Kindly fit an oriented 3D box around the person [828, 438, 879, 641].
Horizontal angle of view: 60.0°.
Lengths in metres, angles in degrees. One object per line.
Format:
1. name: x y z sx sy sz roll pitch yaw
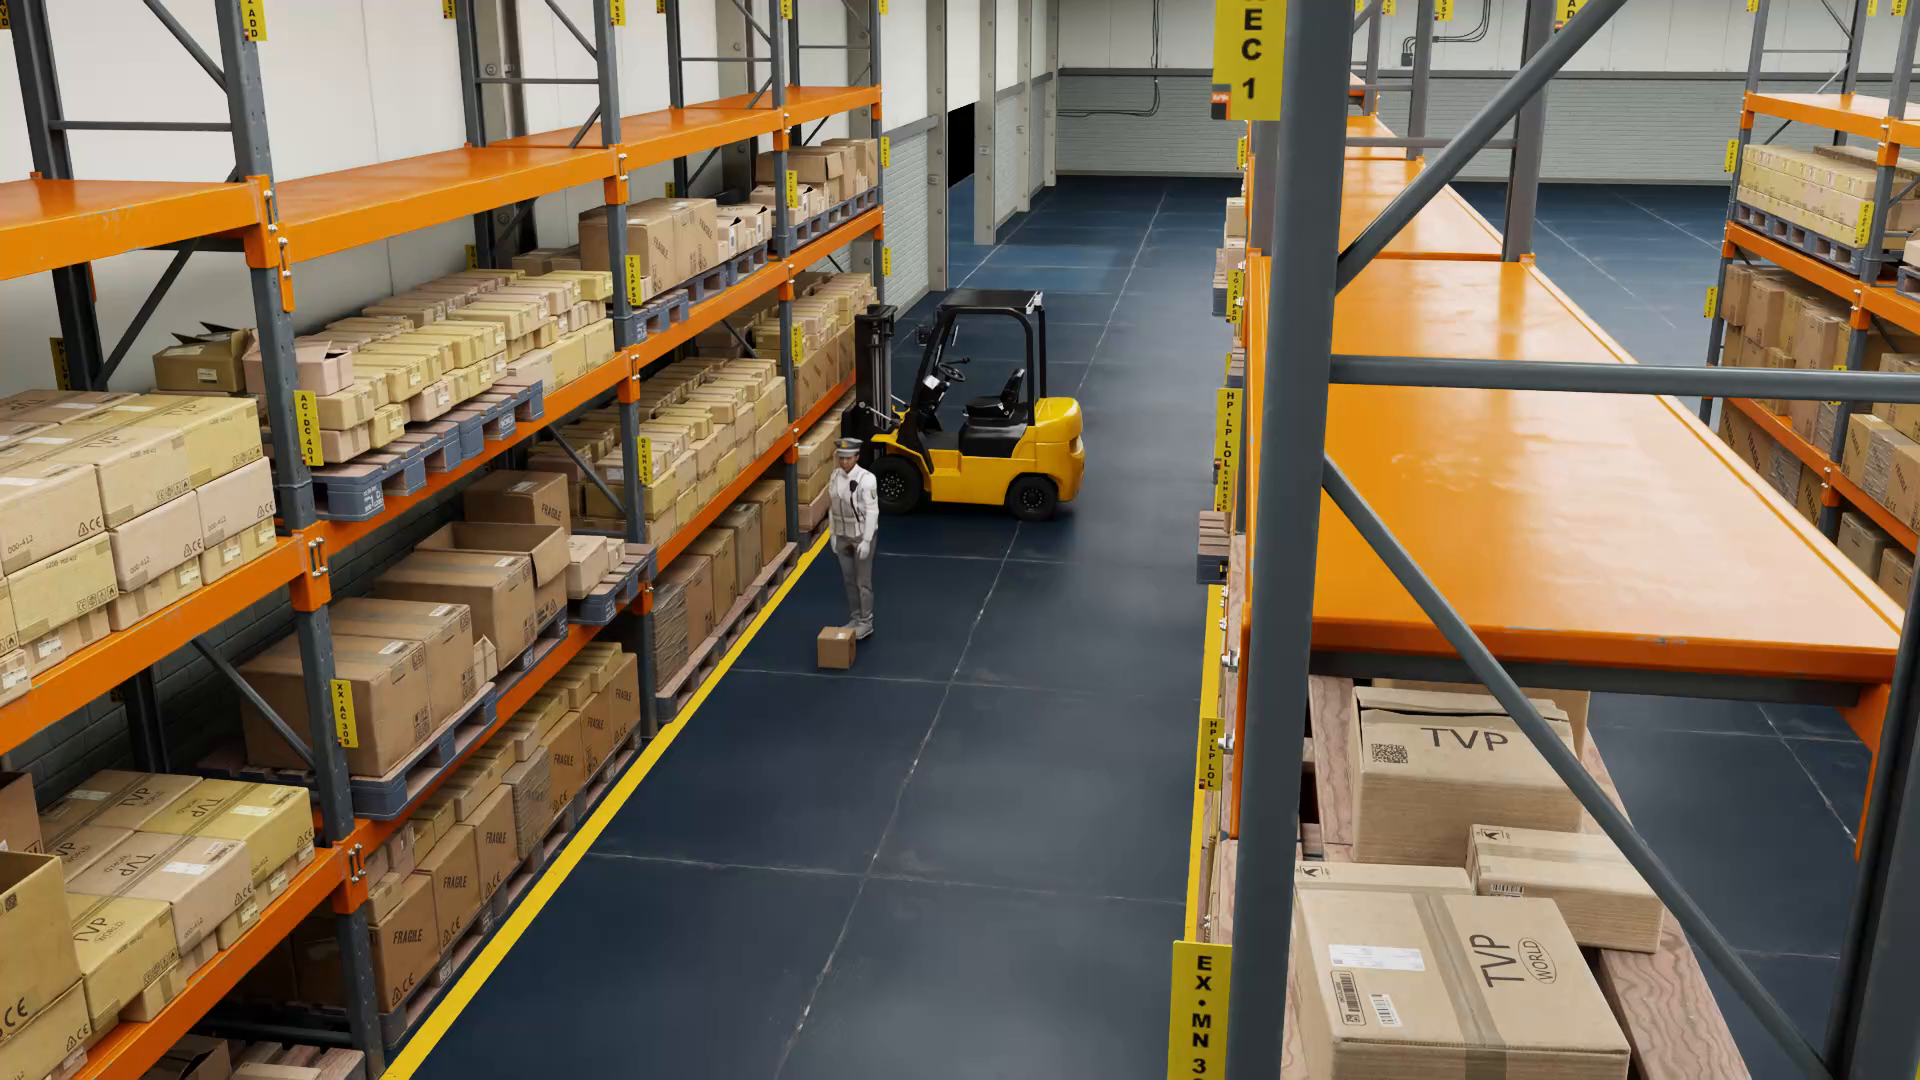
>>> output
1. person: -0.865 -0.009 13.459 0.497 1.702 0.334 13 22 35
